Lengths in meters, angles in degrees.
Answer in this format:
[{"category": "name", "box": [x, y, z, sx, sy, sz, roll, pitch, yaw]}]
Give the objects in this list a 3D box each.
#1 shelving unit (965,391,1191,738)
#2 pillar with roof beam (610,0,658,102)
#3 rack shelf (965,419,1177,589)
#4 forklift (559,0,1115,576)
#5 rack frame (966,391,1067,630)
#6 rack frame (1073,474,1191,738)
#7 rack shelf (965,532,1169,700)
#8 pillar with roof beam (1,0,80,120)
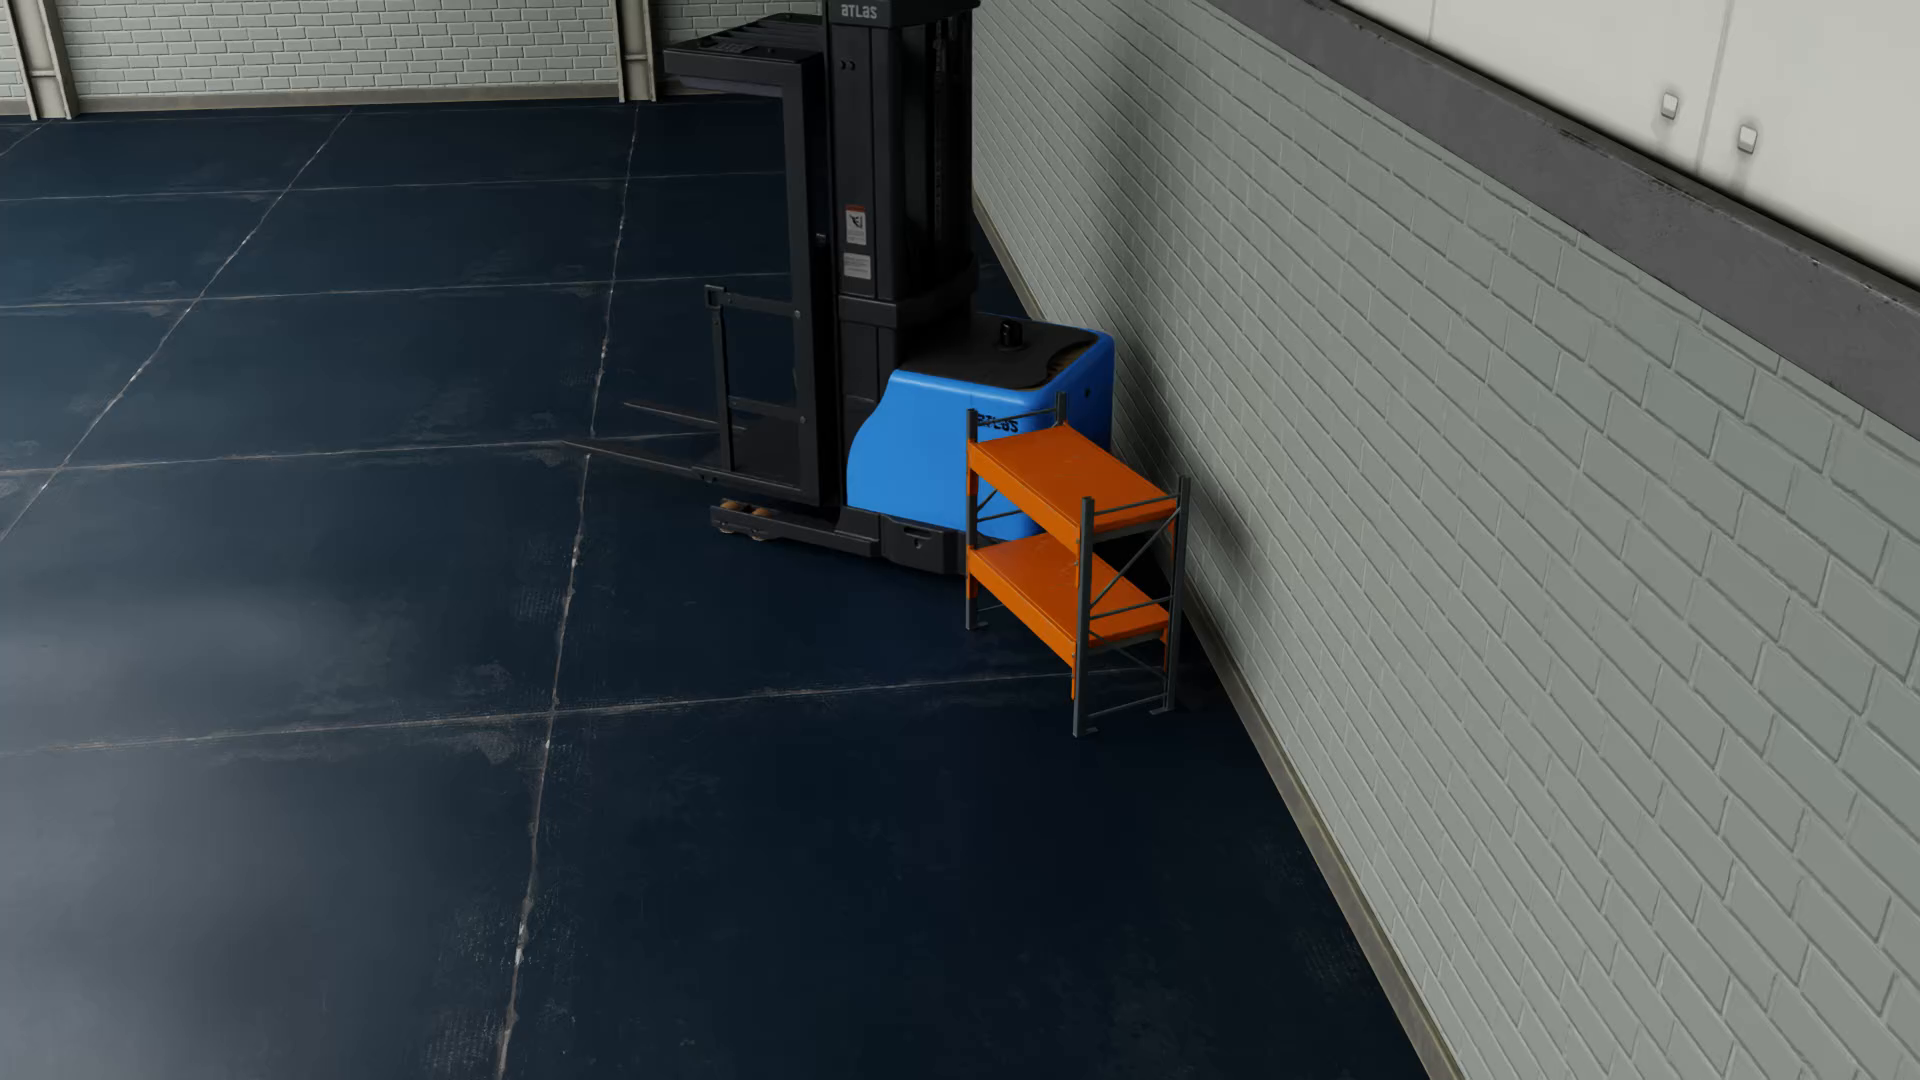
[{"category": "shelving unit", "box": [0.486, 0.080, 7.362, 0.538, 1.125, 1.048, -13, 30, -24]}, {"category": "pillar with roof beam", "box": [-2.903, -6.871, 12.284, 0.400, 9.000, 9.100, -4, 27, -7]}, {"category": "rack shelf", "box": [0.486, -0.180, 7.228, 0.538, 0.278, 1.000, -13, 30, -24]}, {"category": "forklift", "box": [-0.753, -1.501, 8.465, 3.031, 2.935, 1.130, 13, 30, 23]}, {"category": "rack frame", "box": [0.258, -0.127, 7.766, 0.500, 1.125, 0.032, -13, 30, -24]}, {"category": "rack frame", "box": [0.714, 0.287, 6.958, 0.500, 1.125, 0.032, -13, 30, -24]}, {"category": "rack shelf", "box": [0.486, 0.298, 7.473, 0.538, 0.278, 1.000, -13, 30, -24]}, {"category": "pillar with roof beam", "box": [-8.845, -6.490, 11.540, 0.400, 9.000, 9.100, -4, 27, -7]}]
